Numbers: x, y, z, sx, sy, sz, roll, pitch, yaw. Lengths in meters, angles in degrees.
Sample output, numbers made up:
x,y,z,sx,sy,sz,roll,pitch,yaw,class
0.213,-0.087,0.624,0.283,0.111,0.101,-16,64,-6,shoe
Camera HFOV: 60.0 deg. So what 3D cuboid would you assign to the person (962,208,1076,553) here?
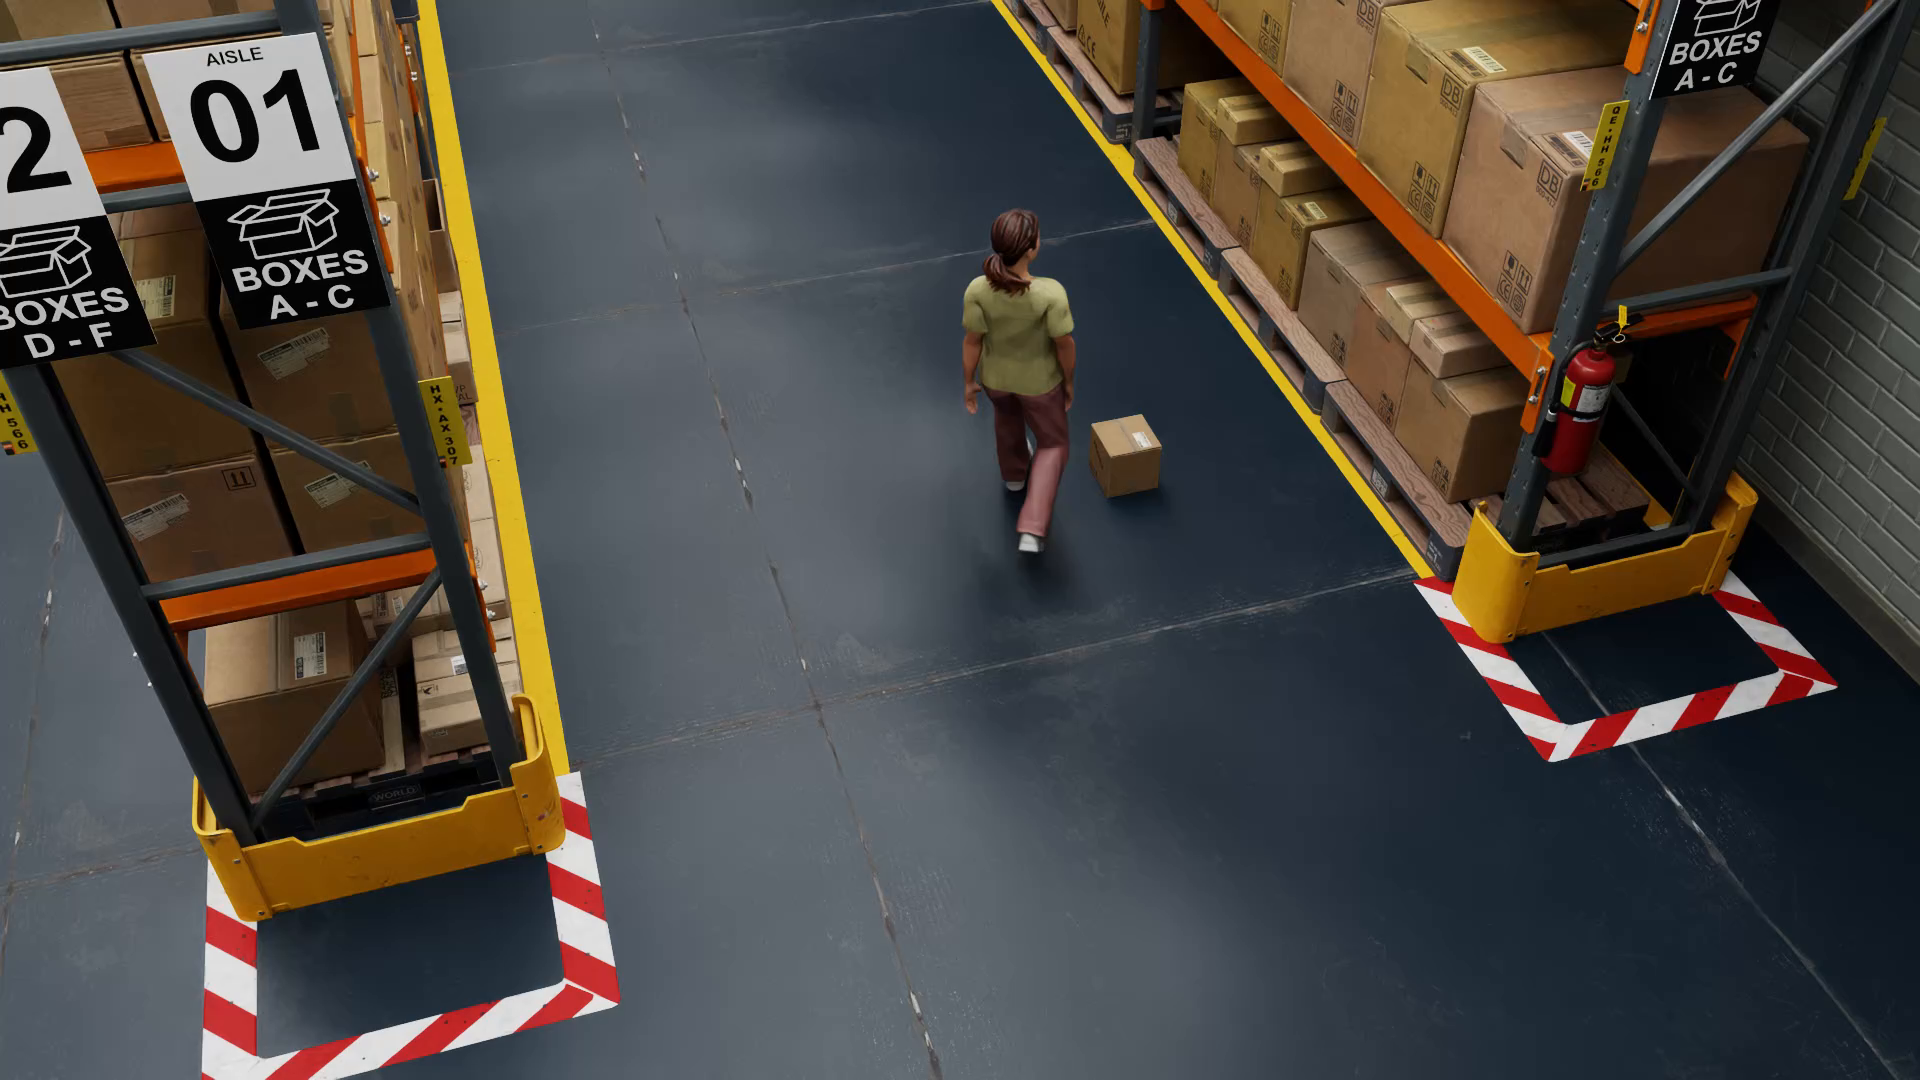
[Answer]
x,y,z,sx,sy,sz,roll,pitch,yaw,class
0.265,-0.704,6.948,0.461,1.616,0.920,10,43,11,person
